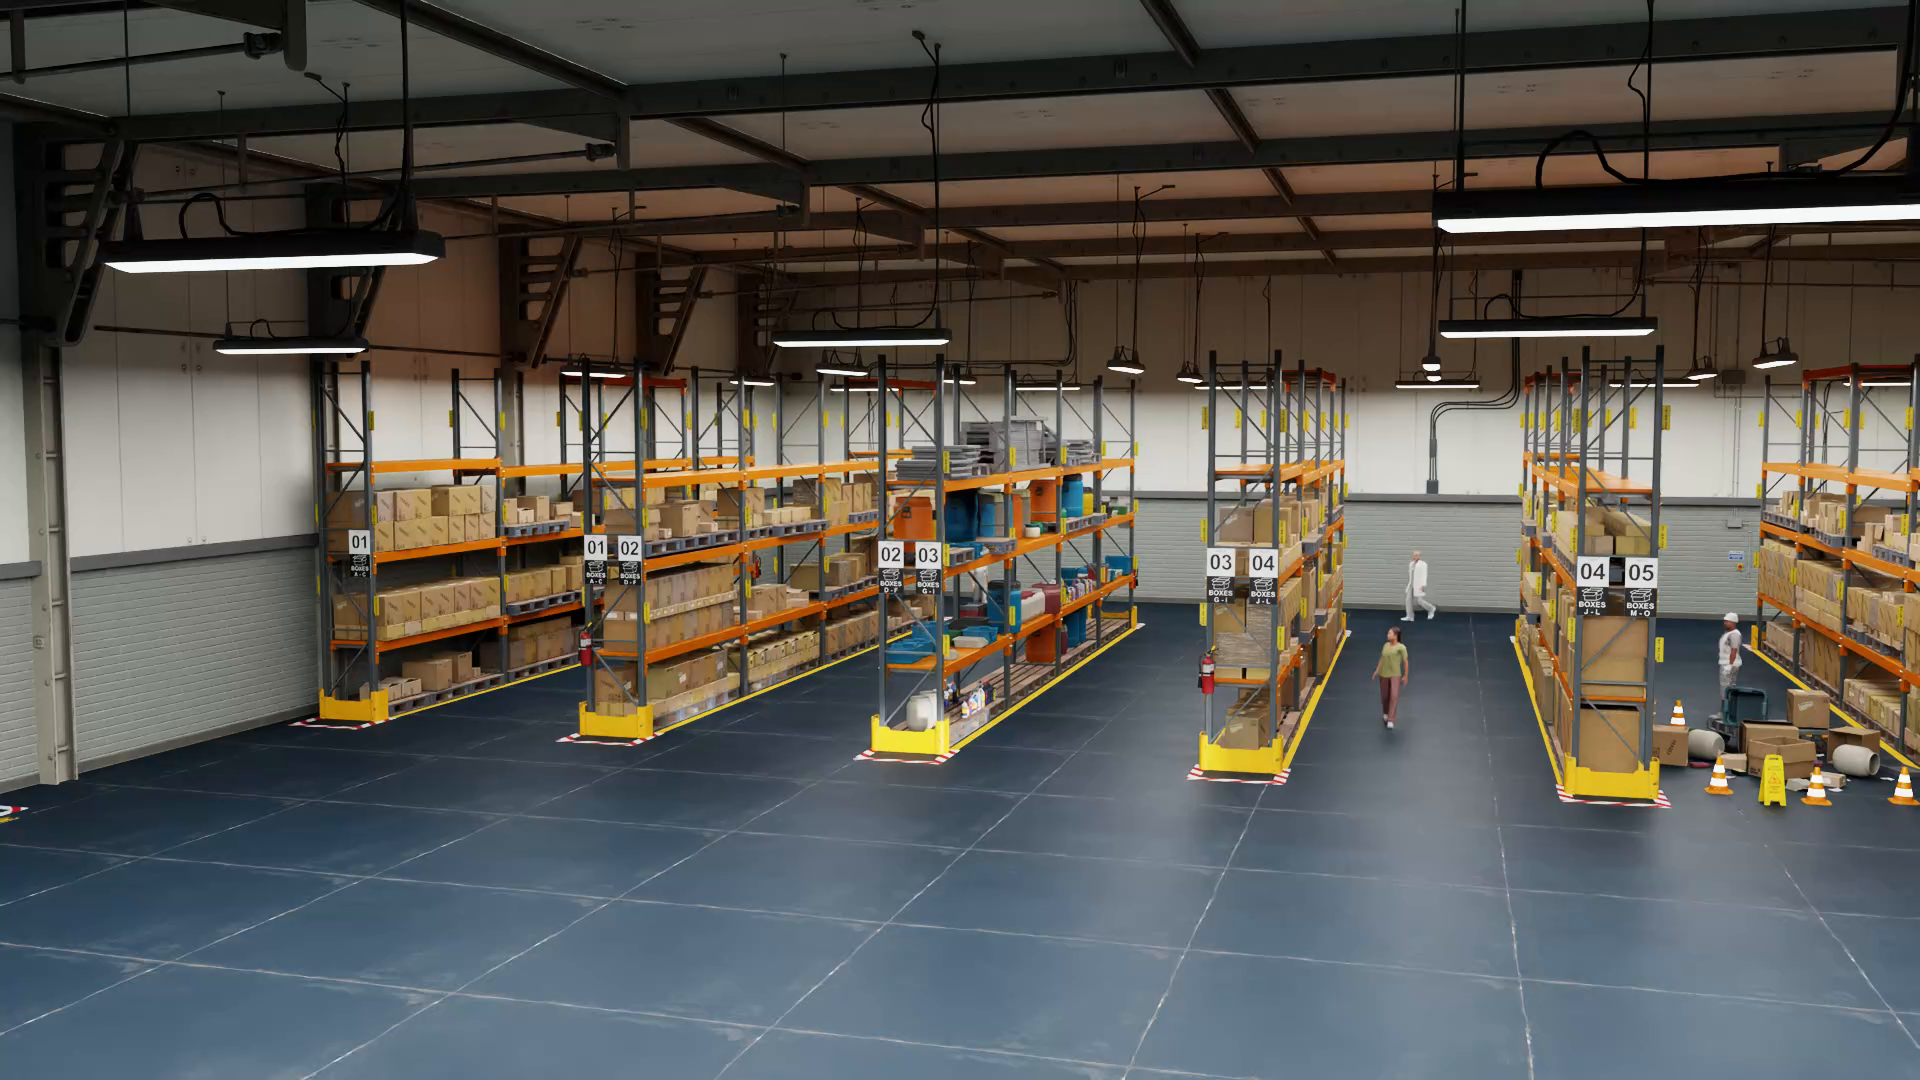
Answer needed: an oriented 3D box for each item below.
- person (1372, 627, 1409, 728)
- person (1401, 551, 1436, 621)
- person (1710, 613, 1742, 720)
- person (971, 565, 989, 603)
[{"bbox_3d":[7.078,2.235,27.336,0.572,1.622,0.999,2,4,20],"label":"person"},{"bbox_3d":[11.423,1.148,41.441,0.882,1.752,0.597,-2,4,-22],"label":"person"},{"bbox_3d":[12.940,2.118,27.998,0.448,1.788,0.622,3,5,39],"label":"person"},{"bbox_3d":[0.526,1.164,42.394,0.494,1.632,0.967,0,4,-5],"label":"person"}]
